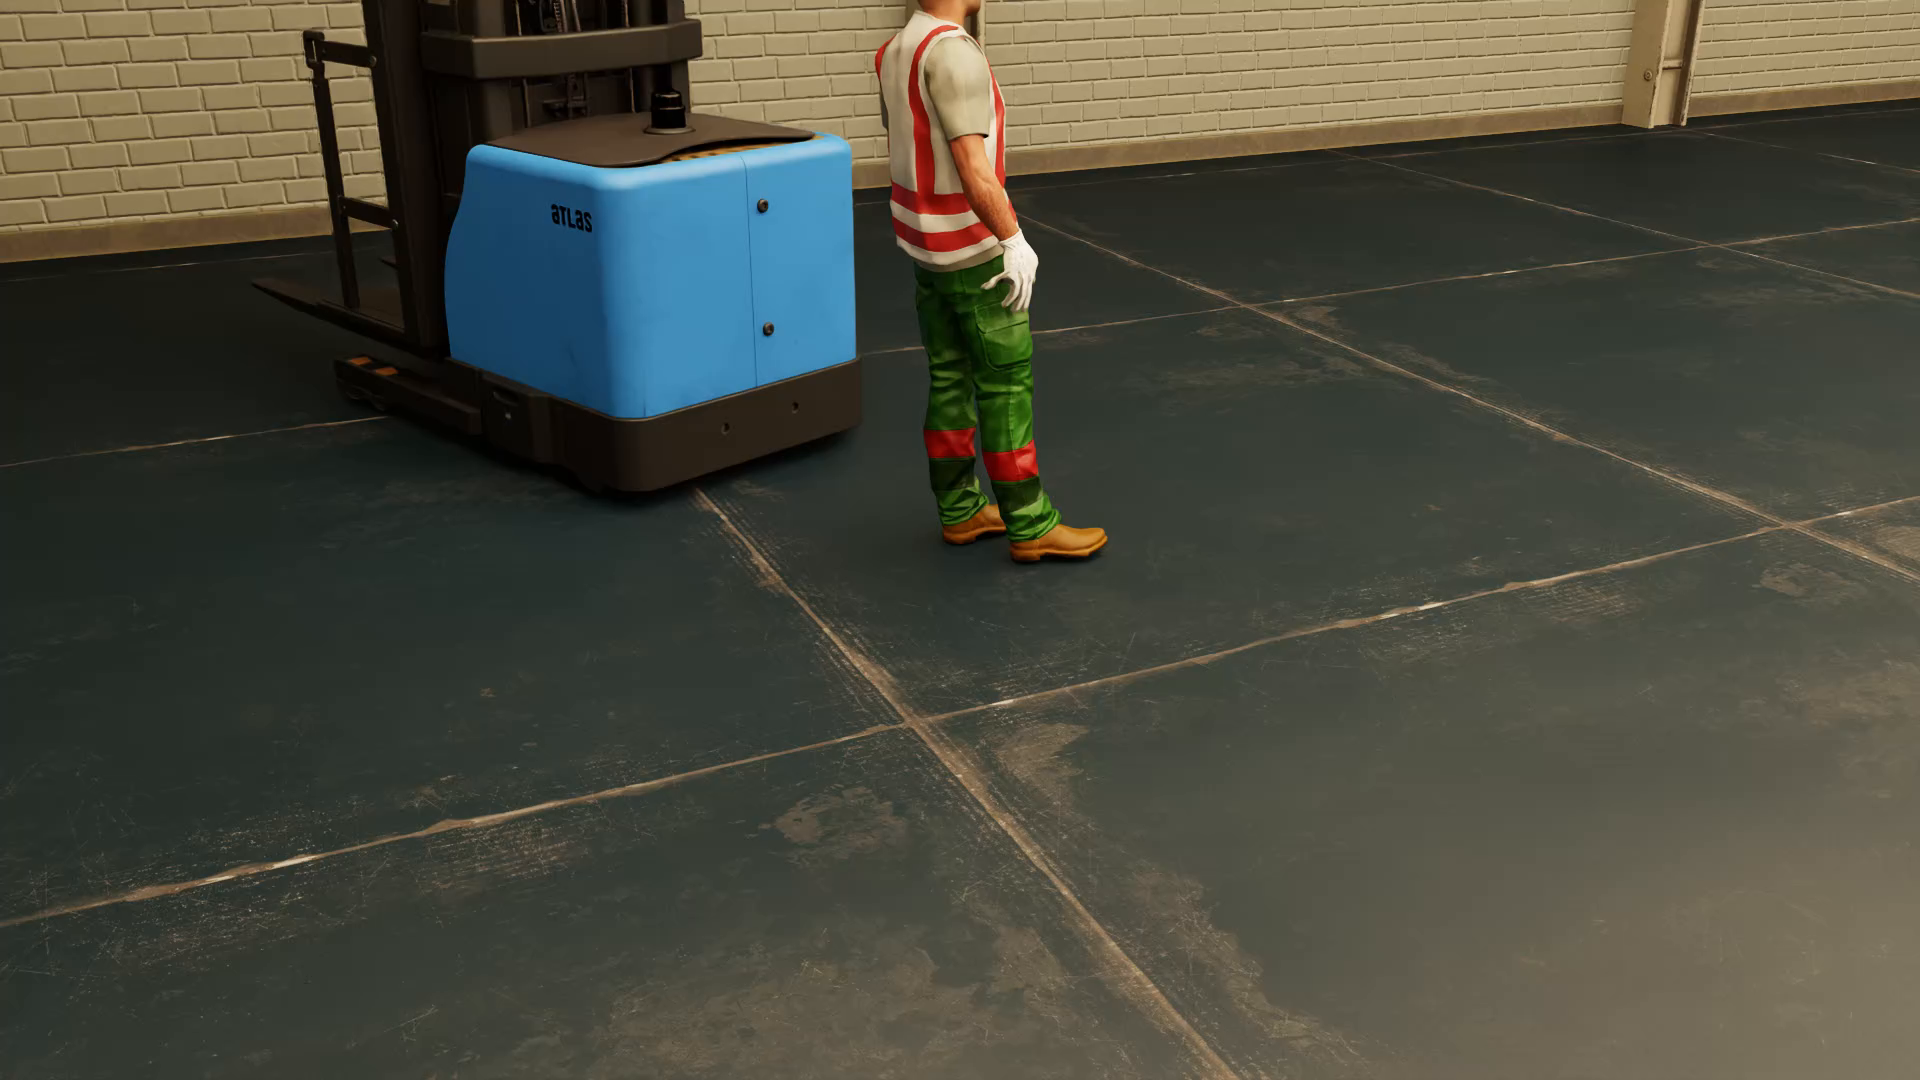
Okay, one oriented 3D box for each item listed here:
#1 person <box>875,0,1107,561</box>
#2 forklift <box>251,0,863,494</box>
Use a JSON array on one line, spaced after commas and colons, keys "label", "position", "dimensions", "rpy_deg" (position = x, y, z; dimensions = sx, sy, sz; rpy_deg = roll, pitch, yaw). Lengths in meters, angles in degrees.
[{"label": "person", "position": [0.078, -0.842, 4.784], "dimensions": [0.561, 1.790, 0.638], "rpy_deg": [-10, 25, -23]}, {"label": "forklift", "position": [-1.763, -1.968, 6.024], "dimensions": [3.031, 2.935, 1.130], "rpy_deg": [20, 30, 40]}]
